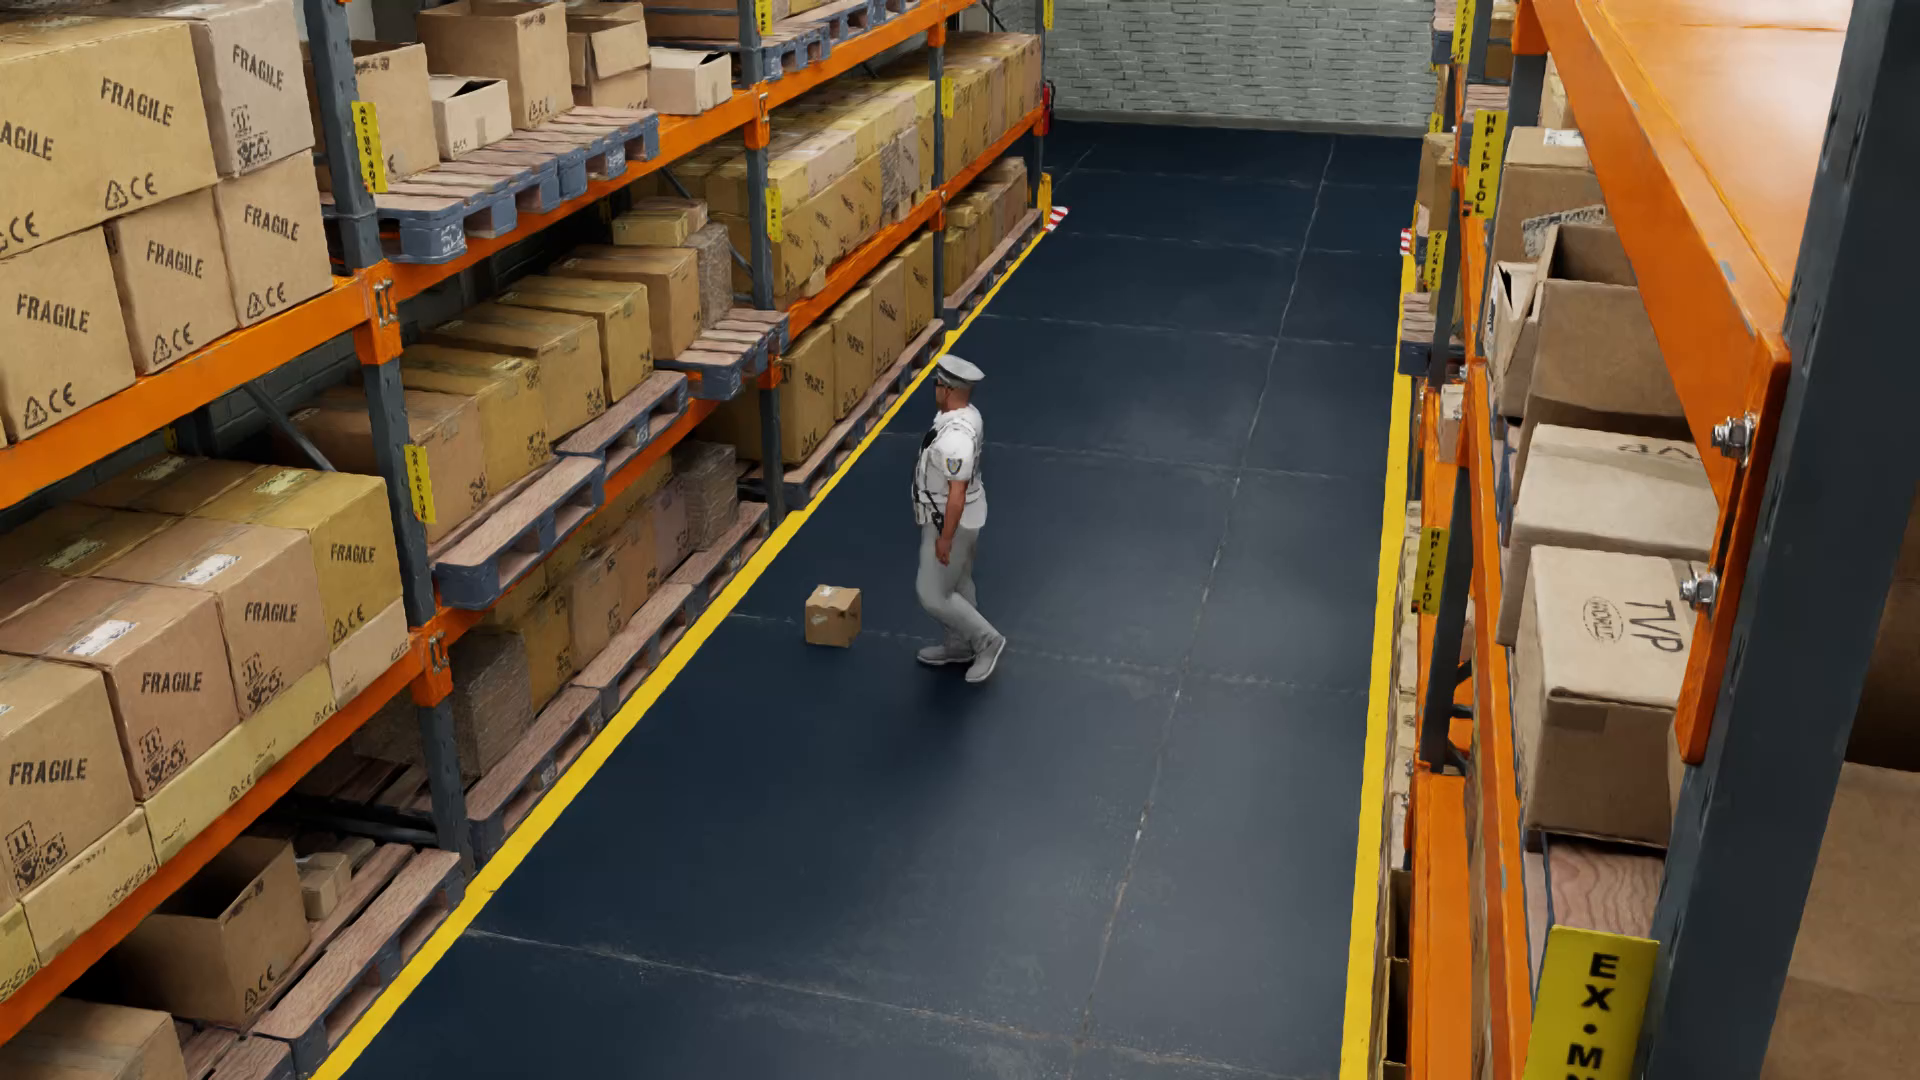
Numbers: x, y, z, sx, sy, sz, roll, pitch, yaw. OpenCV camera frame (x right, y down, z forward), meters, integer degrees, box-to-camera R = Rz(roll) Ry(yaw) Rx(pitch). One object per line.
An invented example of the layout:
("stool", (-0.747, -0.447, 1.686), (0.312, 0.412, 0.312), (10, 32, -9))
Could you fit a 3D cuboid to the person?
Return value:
("person", (0.005, -0.105, 8.772), (0.511, 1.768, 0.558), (2, 25, 4))
